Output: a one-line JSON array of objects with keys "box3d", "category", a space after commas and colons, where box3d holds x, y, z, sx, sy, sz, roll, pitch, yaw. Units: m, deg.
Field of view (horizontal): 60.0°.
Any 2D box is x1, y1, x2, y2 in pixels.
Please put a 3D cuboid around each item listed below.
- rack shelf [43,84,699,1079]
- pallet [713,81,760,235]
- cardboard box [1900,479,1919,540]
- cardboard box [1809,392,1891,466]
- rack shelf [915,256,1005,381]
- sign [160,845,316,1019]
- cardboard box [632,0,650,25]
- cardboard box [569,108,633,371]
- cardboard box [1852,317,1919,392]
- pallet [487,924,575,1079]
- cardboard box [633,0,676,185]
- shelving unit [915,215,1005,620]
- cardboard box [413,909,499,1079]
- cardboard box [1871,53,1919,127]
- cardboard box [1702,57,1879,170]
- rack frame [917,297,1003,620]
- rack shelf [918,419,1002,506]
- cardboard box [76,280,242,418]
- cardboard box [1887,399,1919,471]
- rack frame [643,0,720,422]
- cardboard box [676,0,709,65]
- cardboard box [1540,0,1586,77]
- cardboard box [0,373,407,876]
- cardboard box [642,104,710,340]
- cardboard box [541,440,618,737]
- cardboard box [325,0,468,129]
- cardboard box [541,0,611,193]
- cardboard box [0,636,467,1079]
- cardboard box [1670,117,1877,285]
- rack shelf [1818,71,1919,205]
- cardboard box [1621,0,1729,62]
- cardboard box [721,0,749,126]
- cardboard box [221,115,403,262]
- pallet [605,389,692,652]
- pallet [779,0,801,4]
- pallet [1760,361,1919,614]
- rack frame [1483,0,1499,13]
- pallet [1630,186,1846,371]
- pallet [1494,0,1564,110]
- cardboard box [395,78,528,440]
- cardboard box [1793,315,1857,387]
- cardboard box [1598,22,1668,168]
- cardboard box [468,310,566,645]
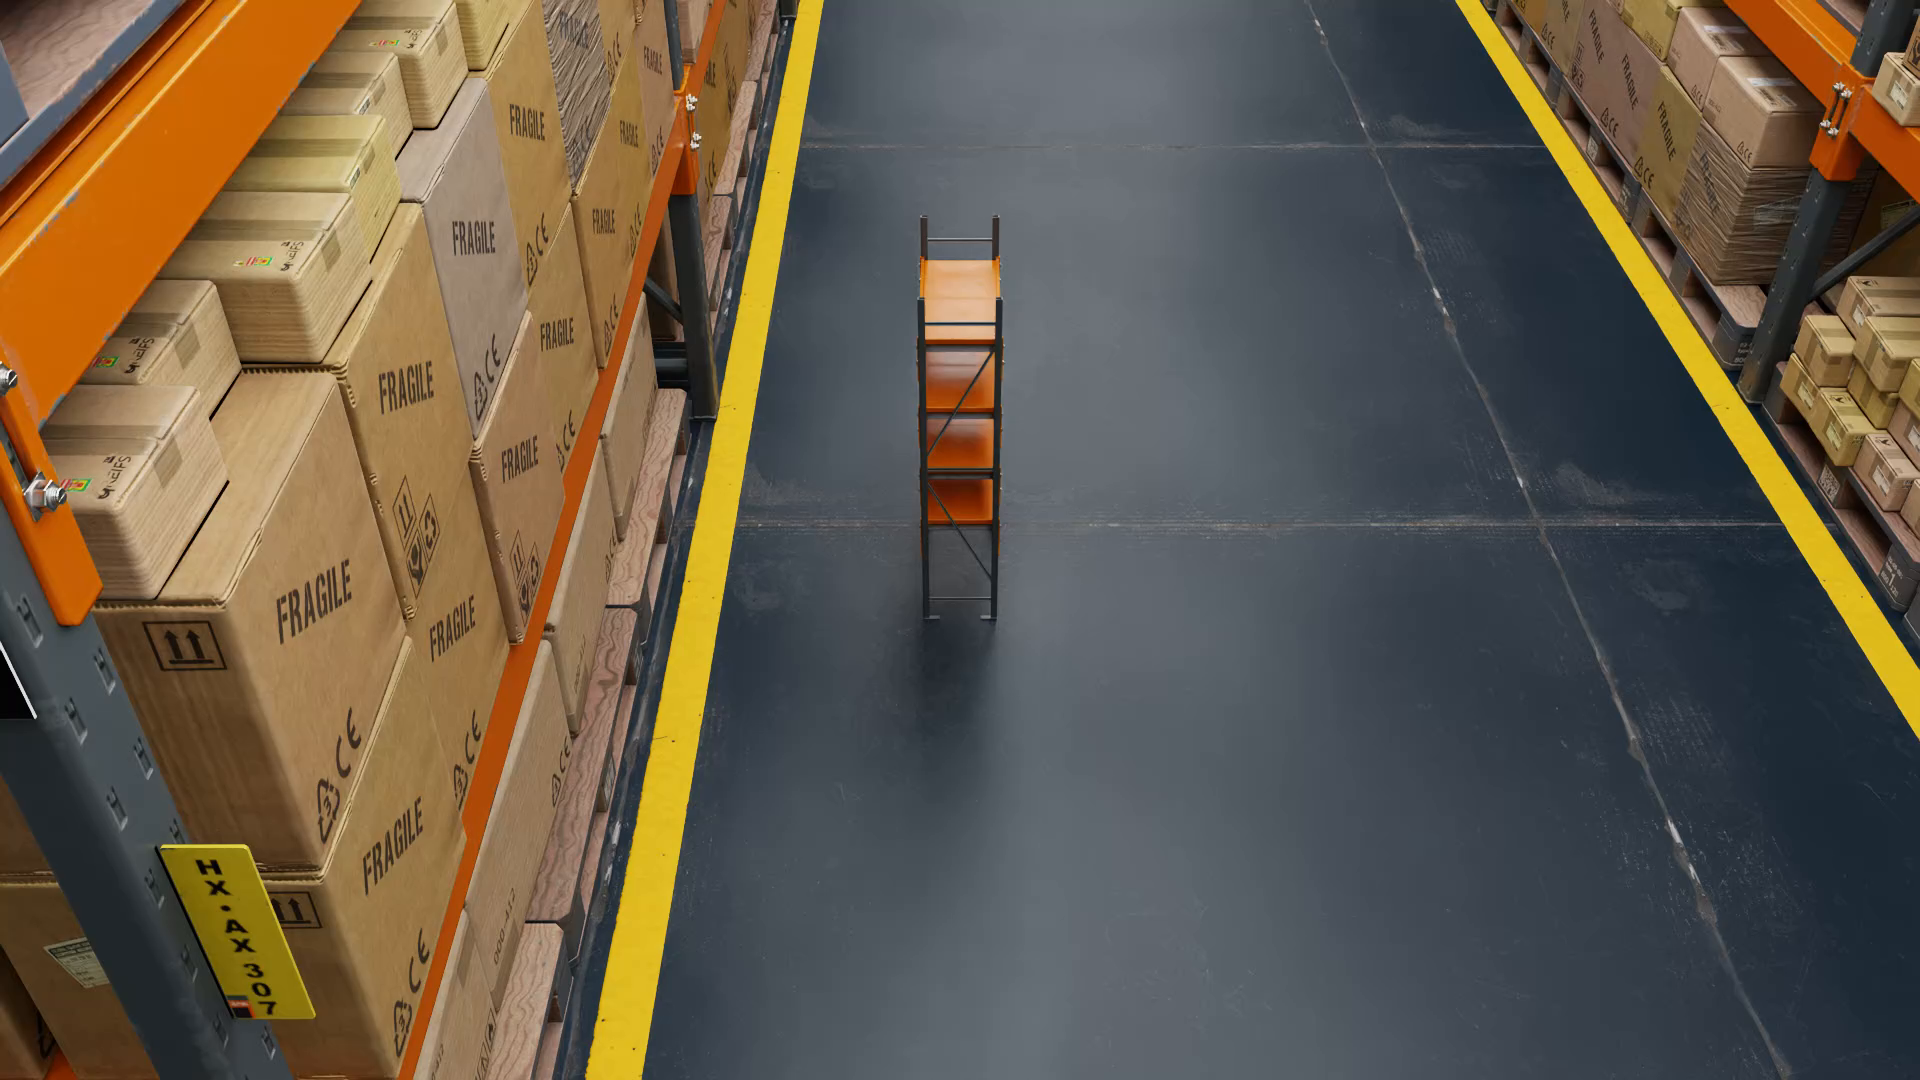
[{"box3d": [-1.422, -0.128, 4.086, 1.077, 0.370, 4.000, 0, 39, 0], "category": "rack shelf"}, {"box3d": [-1.505, -1.818, 7.850, 1.003, 0.211, 1.213, 0, 39, 0], "category": "pallet"}, {"box3d": [3.308, -0.069, 5.381, 0.380, 0.149, 0.250, -1, 39, -1], "category": "cardboard box"}, {"box3d": [3.205, -0.383, 5.773, 0.380, 0.149, 0.250, 1, 39, 1], "category": "cardboard box"}, {"box3d": [0.000, -0.671, 5.000, 0.258, 0.148, 0.480, 0, 39, 0], "category": "rack shelf"}, {"box3d": [-0.865, 0.477, 2.001, 0.100, 0.325, 0.005, 0, 39, 0], "category": "sign"}, {"box3d": [-1.147, -1.794, 4.710, 0.500, 0.500, 0.500, 0, 39, 0], "category": "cardboard box"}, {"box3d": [-1.147, -0.772, 4.235, 0.500, 0.500, 0.500, -1, 39, -1], "category": "cardboard box"}, {"box3d": [3.260, -0.622, 5.595, 0.380, 0.149, 0.250, 2, 39, 2], "category": "cardboard box"}, {"box3d": [-1.499, 1.430, 3.796, 1.003, 0.211, 1.213, 0, 39, 0], "category": "pallet"}, {"box3d": [-1.168, -1.408, 5.029, 0.500, 0.500, 0.500, 0, 39, 0], "category": "cardboard box"}, {"box3d": [0.000, -0.365, 5.246, 0.258, 1.200, 0.503, 0, 39, 0], "category": "shelving unit"}, {"box3d": [-1.520, 1.265, 3.485, 0.875, 0.438, 0.875, -1, 39, -2], "category": "cardboard box"}, {"box3d": [3.199, -1.451, 5.362, 0.380, 0.149, 0.250, 1, 39, 2], "category": "cardboard box"}, {"box3d": [3.272, -1.673, 6.502, 0.500, 0.250, 0.500, -1, 39, -1], "category": "cardboard box"}, {"box3d": [0.000, -0.212, 5.055, 0.240, 1.200, 0.015, 0, 39, 0], "category": "rack frame"}, {"box3d": [0.000, -0.312, 5.288, 0.258, 0.148, 0.480, 0, 39, 0], "category": "rack shelf"}, {"box3d": [-1.215, -0.226, 2.235, 0.380, 0.149, 0.250, 1, 39, 1], "category": "cardboard box"}, {"box3d": [3.333, -0.356, 5.502, 0.380, 0.149, 0.250, 0, 39, 0], "category": "cardboard box"}, {"box3d": [-1.424, -1.659, 5.422, 1.000, 3.000, 0.127, 0, 39, 0], "category": "rack frame"}, {"box3d": [-1.161, -1.876, 5.812, 0.500, 0.250, 0.500, -1, 39, -1], "category": "cardboard box"}, {"box3d": [3.271, -2.659, 8.332, 0.500, 0.500, 0.500, 0, 39, 0], "category": "cardboard box"}, {"box3d": [-1.135, 0.113, 2.331, 0.500, 0.500, 0.500, -1, 39, -1], "category": "cardboard box"}, {"box3d": [-1.505, -1.382, 6.439, 0.875, 0.875, 0.875, 1, 39, 1], "category": "cardboard box"}, {"box3d": [-1.529, 0.129, 4.903, 0.875, 0.438, 0.875, -1, 39, -1], "category": "cardboard box"}, {"box3d": [-1.130, -0.874, 3.043, 0.380, 0.149, 0.250, 0, 39, 0], "category": "cardboard box"}, {"box3d": [-1.145, -1.158, 3.917, 0.500, 0.500, 0.500, 0, 39, 1], "category": "cardboard box"}, {"box3d": [-1.133, 0.503, 2.644, 0.500, 0.500, 0.500, 0, 39, 0], "category": "cardboard box"}, {"box3d": [3.273, -1.377, 6.733, 0.500, 0.500, 0.500, -1, 39, -1], "category": "cardboard box"}, {"box3d": [3.528, -0.195, 4.169, 1.077, 0.370, 4.000, 0, 39, 0], "category": "rack shelf"}, {"box3d": [3.270, -2.325, 7.316, 0.500, 0.250, 0.500, -2, 39, -2], "category": "cardboard box"}, {"box3d": [-1.514, -2.506, 7.841, 0.875, 0.875, 0.875, 0, 39, 1], "category": "cardboard box"}, {"box3d": [-1.119, -0.553, 2.644, 0.380, 0.149, 0.250, -1, 39, -2], "category": "cardboard box"}, {"box3d": [-1.501, -0.096, 5.700, 1.003, 0.211, 1.213, 0, 39, 0], "category": "pallet"}, {"box3d": [-1.428, -3.561, 10.025, 1.003, 0.211, 1.213, 0, 39, 0], "category": "pallet"}, {"box3d": [3.562, -0.218, 5.853, 1.003, 0.211, 1.213, 0, 39, 0], "category": "pallet"}, {"box3d": [3.521, -4.227, 8.627, 1.000, 3.000, 0.127, 0, 39, 0], "category": "rack frame"}, {"box3d": [3.523, -1.125, 6.985, 1.003, 0.211, 1.213, 0, 39, 0], "category": "pallet"}, {"box3d": [3.521, -2.651, 8.889, 1.003, 0.211, 1.213, 0, 39, 0], "category": "pallet"}, {"box3d": [-1.151, -0.532, 3.136, 0.500, 0.500, 0.500, 0, 39, 0], "category": "cardboard box"}, {"box3d": [3.206, -0.667, 5.889, 0.380, 0.149, 0.250, 2, 39, 2], "category": "cardboard box"}, {"box3d": [3.277, -2.019, 7.533, 0.500, 0.500, 0.500, -1, 39, -1], "category": "cardboard box"}, {"box3d": [-1.144, -0.132, 3.436, 0.500, 0.500, 0.500, 0, 39, 0], "category": "cardboard box"}]
